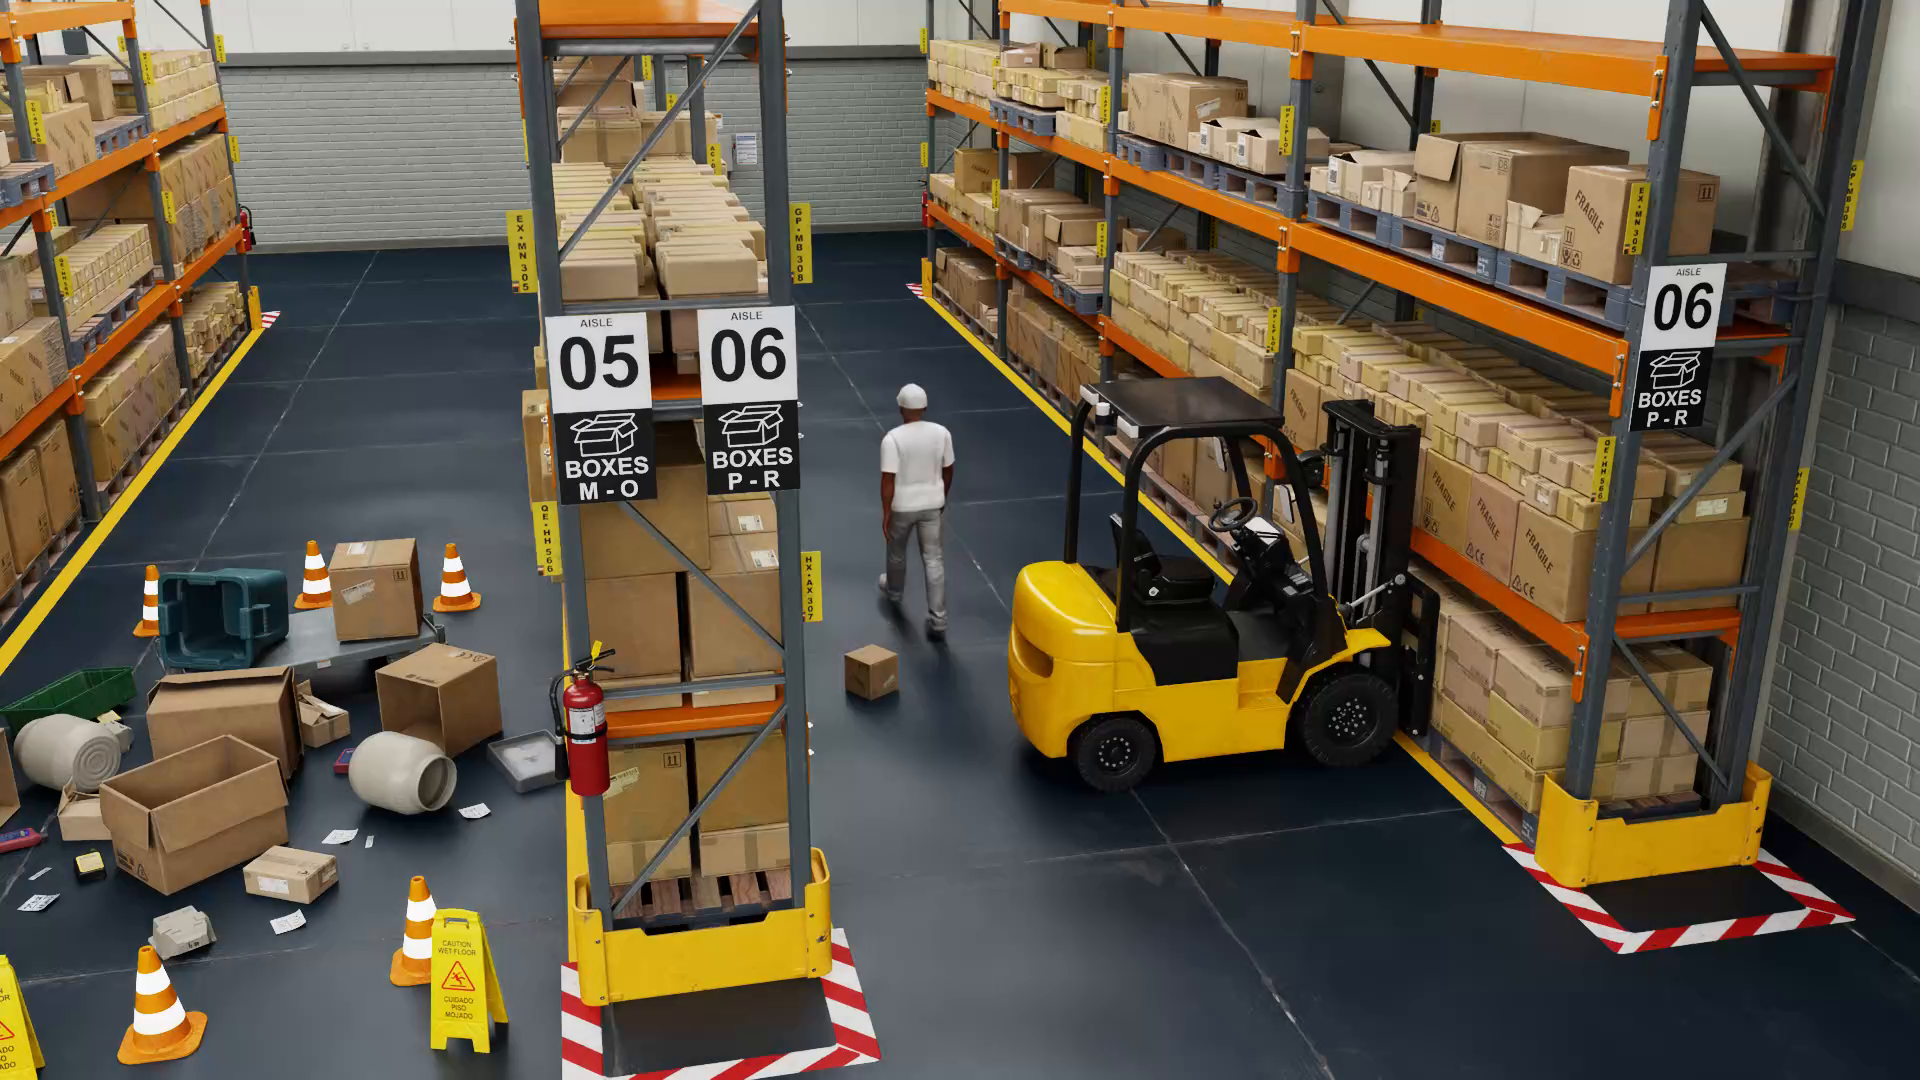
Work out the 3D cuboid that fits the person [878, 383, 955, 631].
[{"bbox_3d":[-0.317,-0.272,11.834,0.575,1.709,1.099,-6,20,-15],"label":"person"}]
